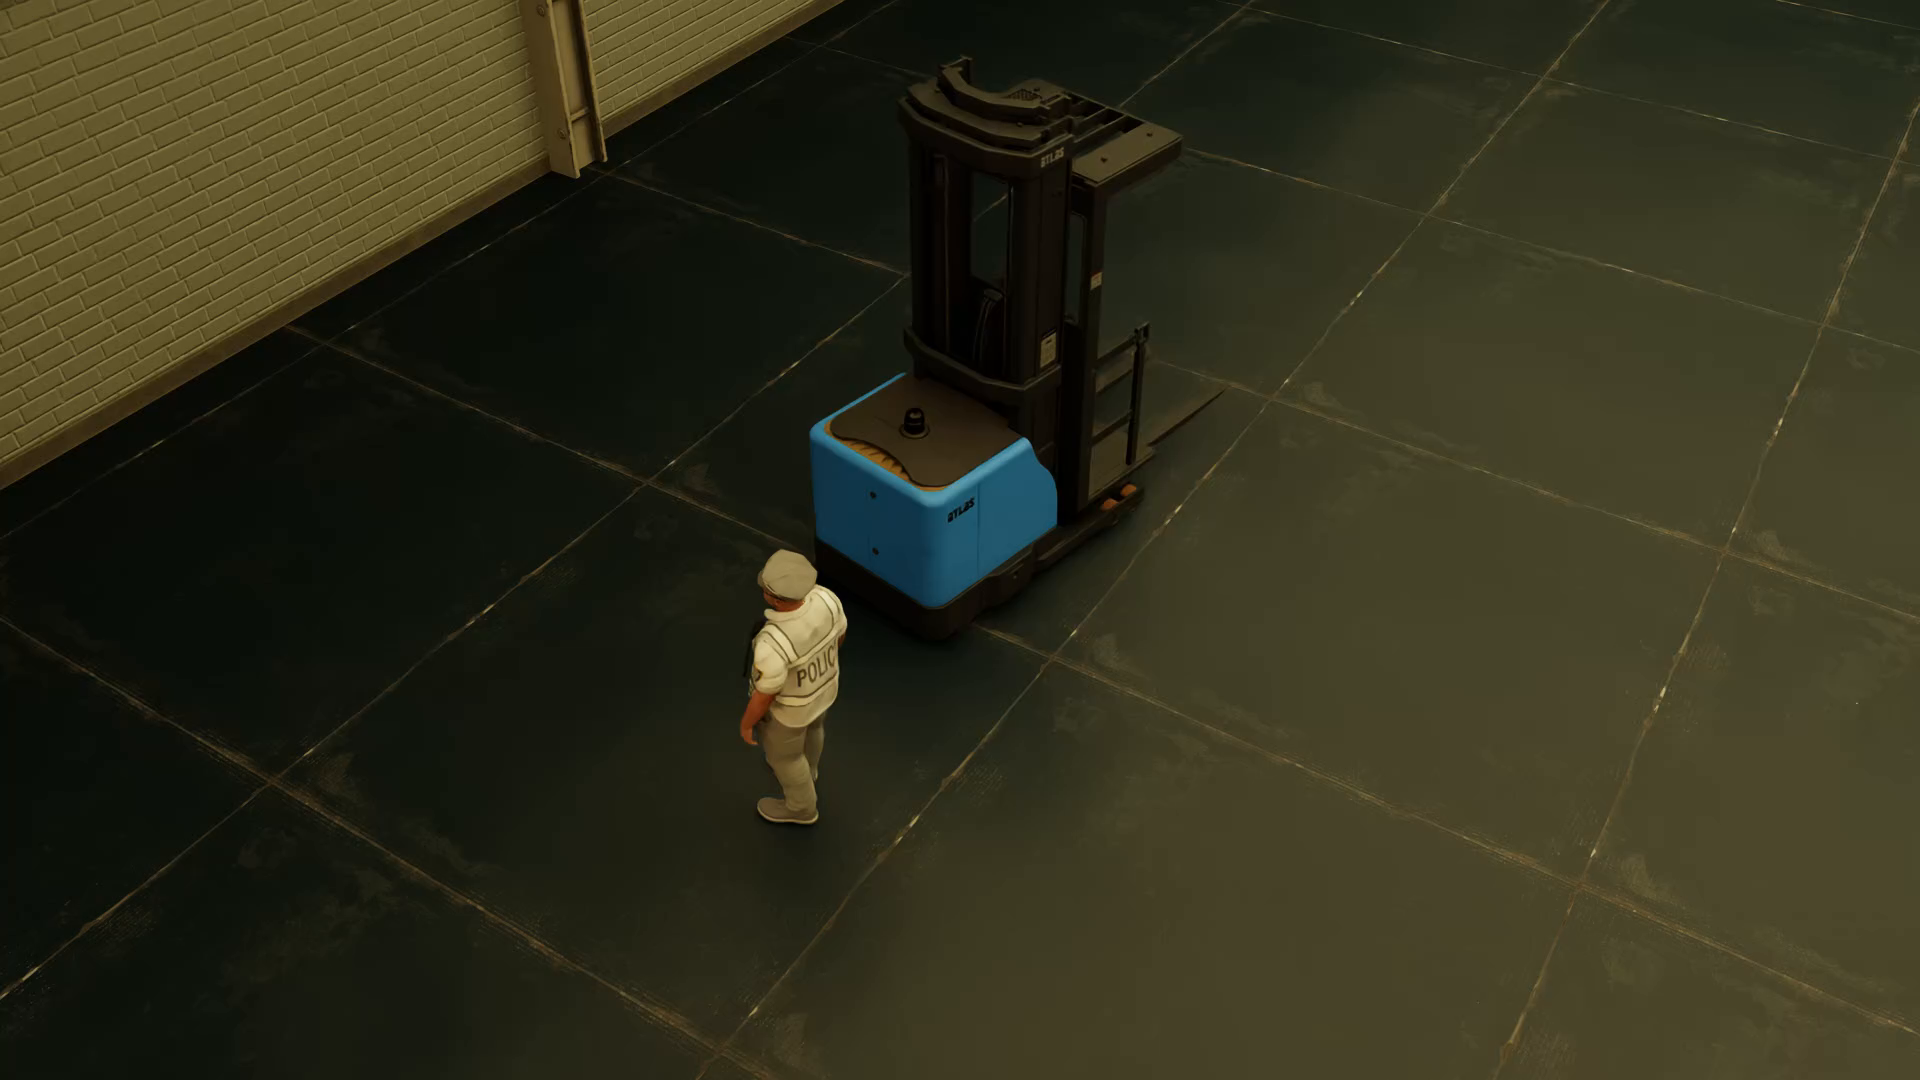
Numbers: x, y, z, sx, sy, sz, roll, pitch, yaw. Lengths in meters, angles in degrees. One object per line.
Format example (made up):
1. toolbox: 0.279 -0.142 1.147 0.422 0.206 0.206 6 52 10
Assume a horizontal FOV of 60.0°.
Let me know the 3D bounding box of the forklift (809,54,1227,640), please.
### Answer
1. forklift: 0.510 -1.412 9.633 1.130 2.935 3.031 31 49 31

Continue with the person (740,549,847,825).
1. person: -0.890 0.695 8.040 0.619 1.779 0.627 25 46 27
